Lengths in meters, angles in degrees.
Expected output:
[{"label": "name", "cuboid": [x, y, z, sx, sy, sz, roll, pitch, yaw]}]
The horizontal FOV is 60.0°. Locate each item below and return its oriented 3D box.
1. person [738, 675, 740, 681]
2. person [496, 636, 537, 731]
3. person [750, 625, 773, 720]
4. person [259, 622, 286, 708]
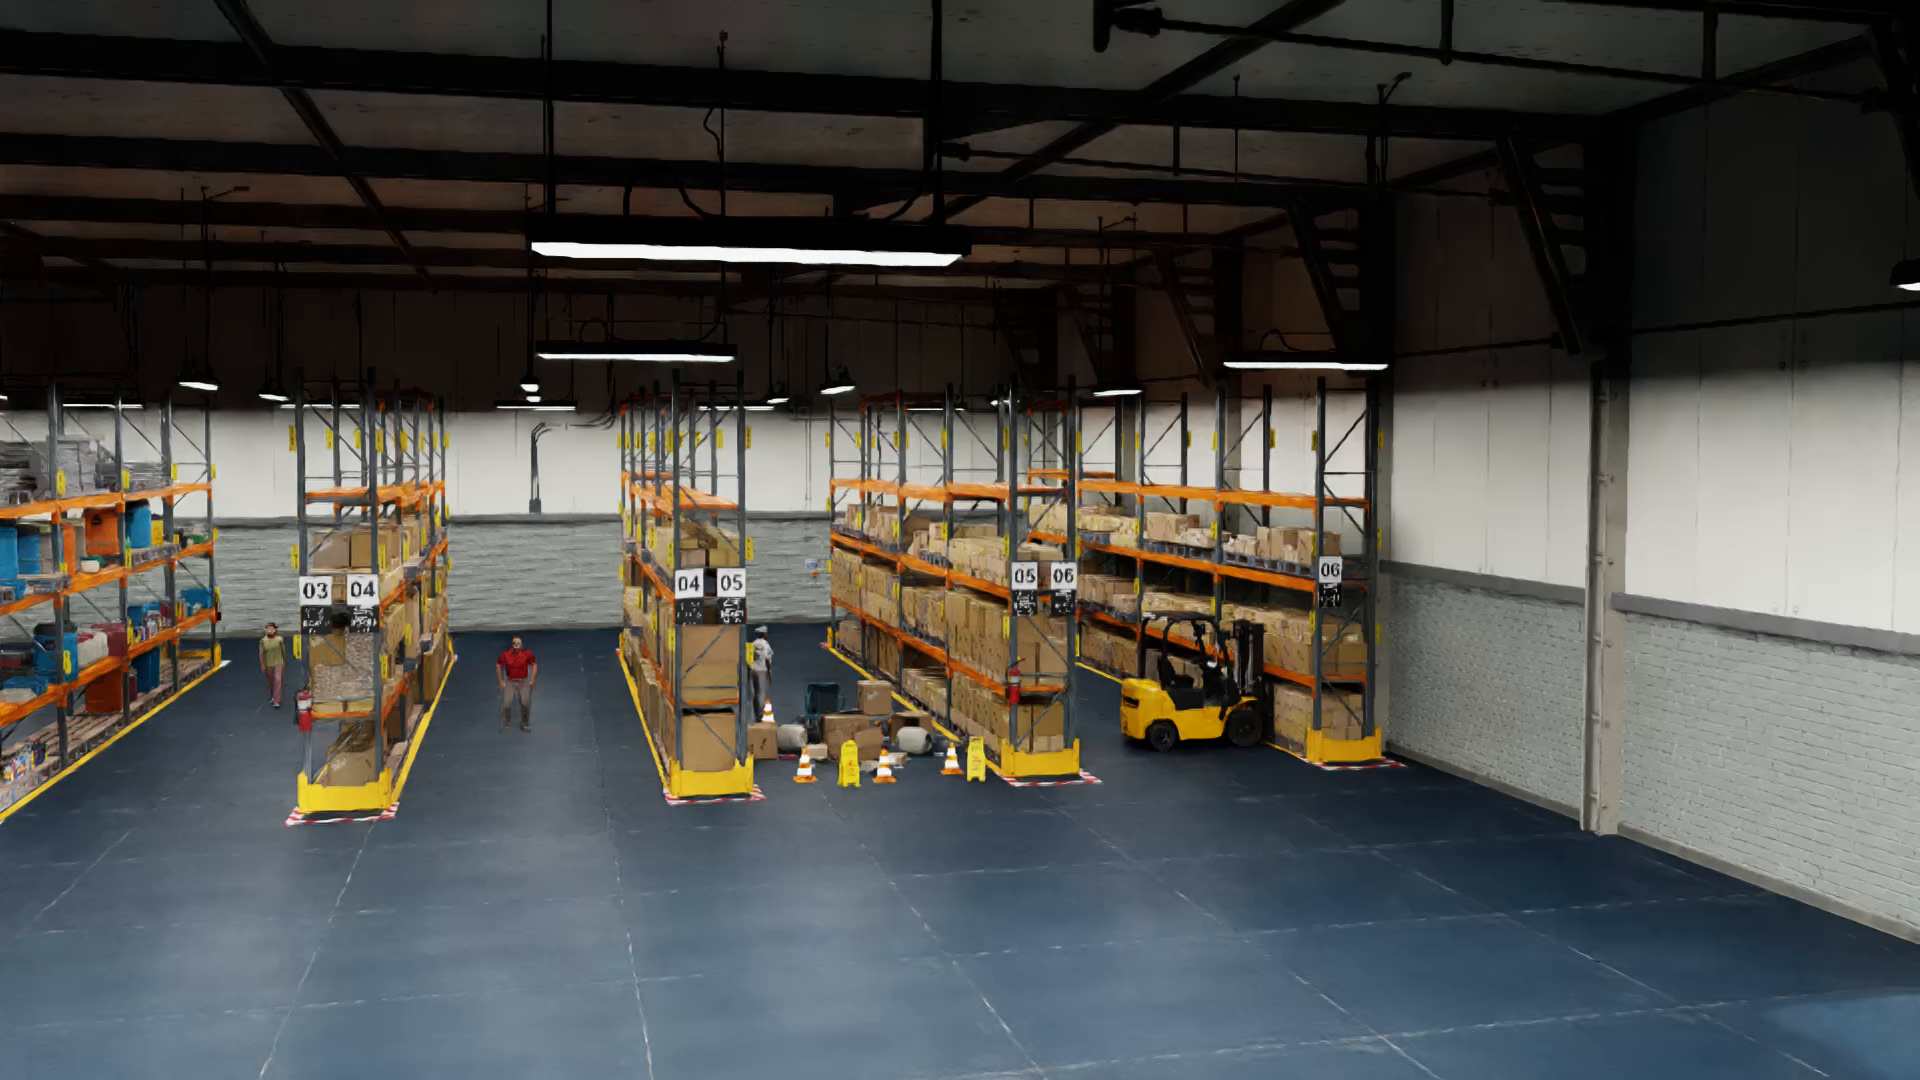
[{"label": "person", "cuboid": [-4.692, 2.034, 34.639, 0.446, 1.766, 0.628, -3, 5, -45]}, {"label": "person", "cuboid": [-7.626, 2.463, 28.599, 0.682, 1.676, 0.535, -1, 4, -15]}, {"label": "person", "cuboid": [-3.524, 2.373, 29.791, 0.438, 1.684, 0.553, -3, 5, -43]}, {"label": "person", "cuboid": [-12.921, 2.328, 31.222, 0.448, 1.590, 1.106, -1, 3, -12]}]
